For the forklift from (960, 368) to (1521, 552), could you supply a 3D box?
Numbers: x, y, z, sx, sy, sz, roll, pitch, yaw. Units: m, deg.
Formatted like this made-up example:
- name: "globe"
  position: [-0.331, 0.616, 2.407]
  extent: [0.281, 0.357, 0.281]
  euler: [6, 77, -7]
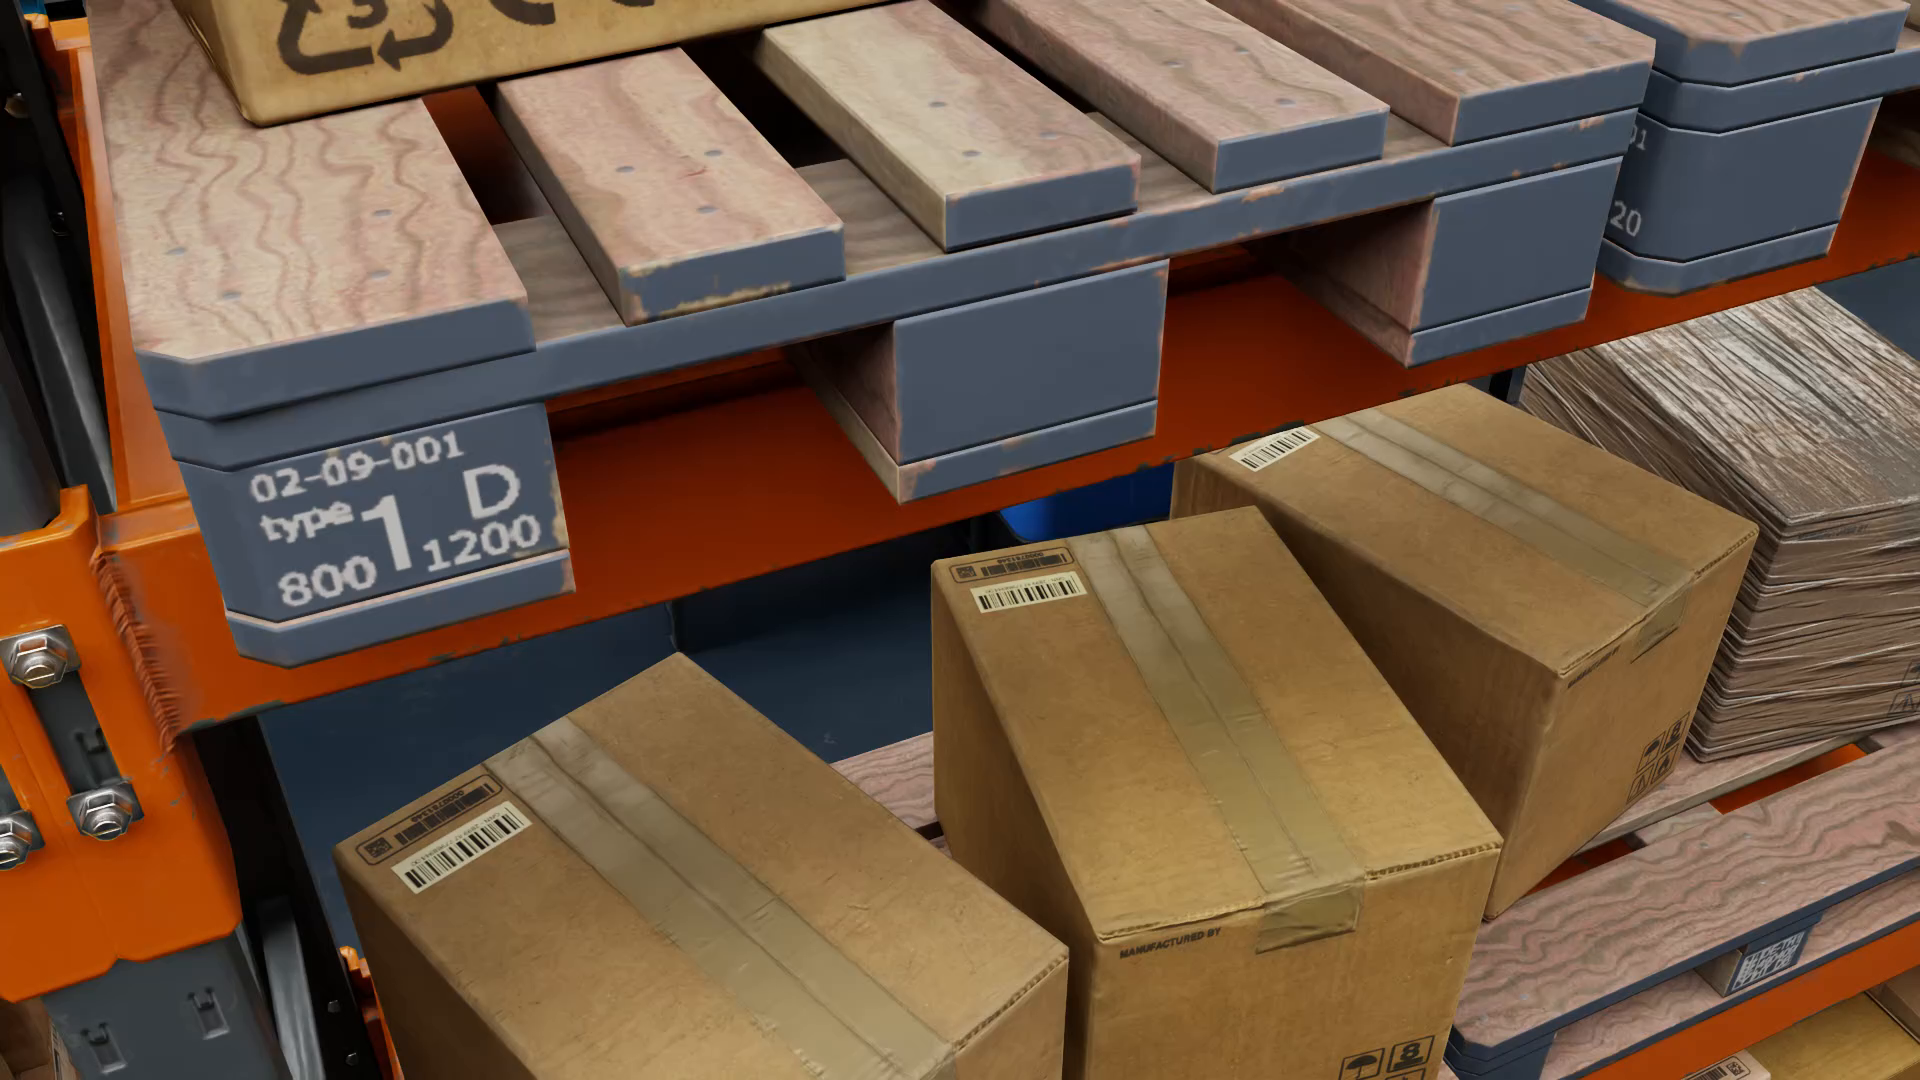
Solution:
- name: "forklift"
  position: [1.399, -1.526, 5.346]
  extent: [3.031, 2.935, 1.130]
  euler: [-14, 39, -18]

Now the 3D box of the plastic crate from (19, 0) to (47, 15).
- name: "plastic crate"
  position: [-3.205, -1.585, 5.333]
  extent: [0.575, 0.384, 0.392]
  euler: [-16, 39, -20]

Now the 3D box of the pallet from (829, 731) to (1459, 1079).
- name: "pallet"
  position: [-0.056, 0.736, 2.401]
  extent: [1.213, 0.211, 1.003]
  euler: [-16, 39, -20]

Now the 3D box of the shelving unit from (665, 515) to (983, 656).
- name: "shelving unit"
  position: [-0.503, -0.489, 5.150]
  extent: [1.048, 1.500, 0.538]
  euler: [-14, 39, -18]

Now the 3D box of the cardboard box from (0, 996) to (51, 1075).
- name: "cardboard box"
  position: [-1.372, 0.328, 1.866]
  extent: [0.500, 0.500, 0.500]
  euler: [-15, 39, -19]

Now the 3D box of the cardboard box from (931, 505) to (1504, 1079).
- name: "cardboard box"
  position: [0.294, 0.386, 2.275]
  extent: [0.500, 0.500, 0.700]
  euler: [-10, 38, -13]

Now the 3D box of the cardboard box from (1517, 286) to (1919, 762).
- name: "cardboard box"
  position: [1.364, -0.070, 2.890]
  extent: [0.500, 0.500, 0.700]
  euler: [-9, 37, -11]

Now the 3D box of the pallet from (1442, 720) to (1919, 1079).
- name: "pallet"
  position: [1.037, 0.362, 2.906]
  extent: [1.213, 0.211, 1.003]
  euler: [-16, 39, -20]

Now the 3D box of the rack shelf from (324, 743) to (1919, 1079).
- name: "rack shelf"
  position: [0.985, 0.585, 3.047]
  extent: [4.000, 0.370, 1.077]
  euler: [-16, 39, -20]

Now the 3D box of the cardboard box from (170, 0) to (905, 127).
- name: "cardboard box"
  position: [-0.338, -0.739, 1.190]
  extent: [0.600, 0.600, 0.600]
  euler: [-19, 41, -24]

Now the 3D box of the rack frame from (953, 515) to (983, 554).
- name: "rack frame"
  position: [-0.034, -0.606, 5.308]
  extent: [0.032, 1.500, 0.500]
  euler: [-14, 39, -18]

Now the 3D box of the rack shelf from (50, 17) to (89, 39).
- name: "rack shelf"
  position: [-4.737, -1.075, 5.285]
  extent: [4.000, 0.370, 1.077]
  euler: [-16, 39, -20]

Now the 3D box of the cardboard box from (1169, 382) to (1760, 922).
- name: "cardboard box"
  position: [0.747, 0.113, 2.643]
  extent: [0.500, 0.500, 0.700]
  euler: [-26, 44, -31]

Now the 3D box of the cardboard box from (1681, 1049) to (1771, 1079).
- name: "cardboard box"
  position: [1.075, 0.957, 3.041]
  extent: [0.500, 0.250, 0.500]
  euler: [-16, 40, -21]

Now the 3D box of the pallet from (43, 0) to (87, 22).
- name: "pallet"
  position: [-5.753, -3.271, 9.982]
  extent: [1.213, 0.211, 1.003]
  euler: [-16, 39, -20]

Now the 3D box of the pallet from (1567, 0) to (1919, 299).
- name: "pallet"
  position: [0.732, -0.718, 1.840]
  extent: [1.003, 0.211, 1.213]
  euler: [-16, 39, -20]

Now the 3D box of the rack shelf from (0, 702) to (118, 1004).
- name: "rack shelf"
  position: [-2.636, 0.393, 0.789]
  extent: [4.000, 0.370, 1.077]
  euler: [-16, 39, -20]

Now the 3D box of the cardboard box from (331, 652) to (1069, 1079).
- name: "cardboard box"
  position: [-0.302, 0.594, 1.995]
  extent: [0.500, 0.500, 0.700]
  euler: [-30, 46, -34]

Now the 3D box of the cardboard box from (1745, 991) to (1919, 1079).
- name: "cardboard box"
  position: [1.580, 1.111, 3.463]
  extent: [0.500, 0.500, 0.500]
  euler: [-17, 40, -22]

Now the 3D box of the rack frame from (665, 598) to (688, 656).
- name: "rack frame"
  position: [-0.972, -0.372, 4.993]
  extent: [0.032, 1.500, 0.500]
  euler: [-14, 39, -18]

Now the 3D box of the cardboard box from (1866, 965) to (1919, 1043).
- name: "cardboard box"
  position: [1.999, 0.696, 3.394]
  extent: [0.500, 0.250, 0.500]
  euler: [-14, 39, -18]

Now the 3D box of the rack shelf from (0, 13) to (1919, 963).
- name: "rack shelf"
  position: [0.985, -0.620, 2.154]
  extent: [4.000, 0.370, 1.077]
  euler: [-16, 39, -20]

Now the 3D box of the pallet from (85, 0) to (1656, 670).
- name: "pallet"
  position: [-0.205, -0.454, 1.484]
  extent: [1.003, 0.211, 1.213]
  euler: [-16, 39, -20]

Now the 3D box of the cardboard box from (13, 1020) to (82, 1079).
- name: "cardboard box"
  position: [-1.403, 0.744, 2.145]
  extent: [0.500, 0.500, 0.500]
  euler: [-15, 39, -19]
